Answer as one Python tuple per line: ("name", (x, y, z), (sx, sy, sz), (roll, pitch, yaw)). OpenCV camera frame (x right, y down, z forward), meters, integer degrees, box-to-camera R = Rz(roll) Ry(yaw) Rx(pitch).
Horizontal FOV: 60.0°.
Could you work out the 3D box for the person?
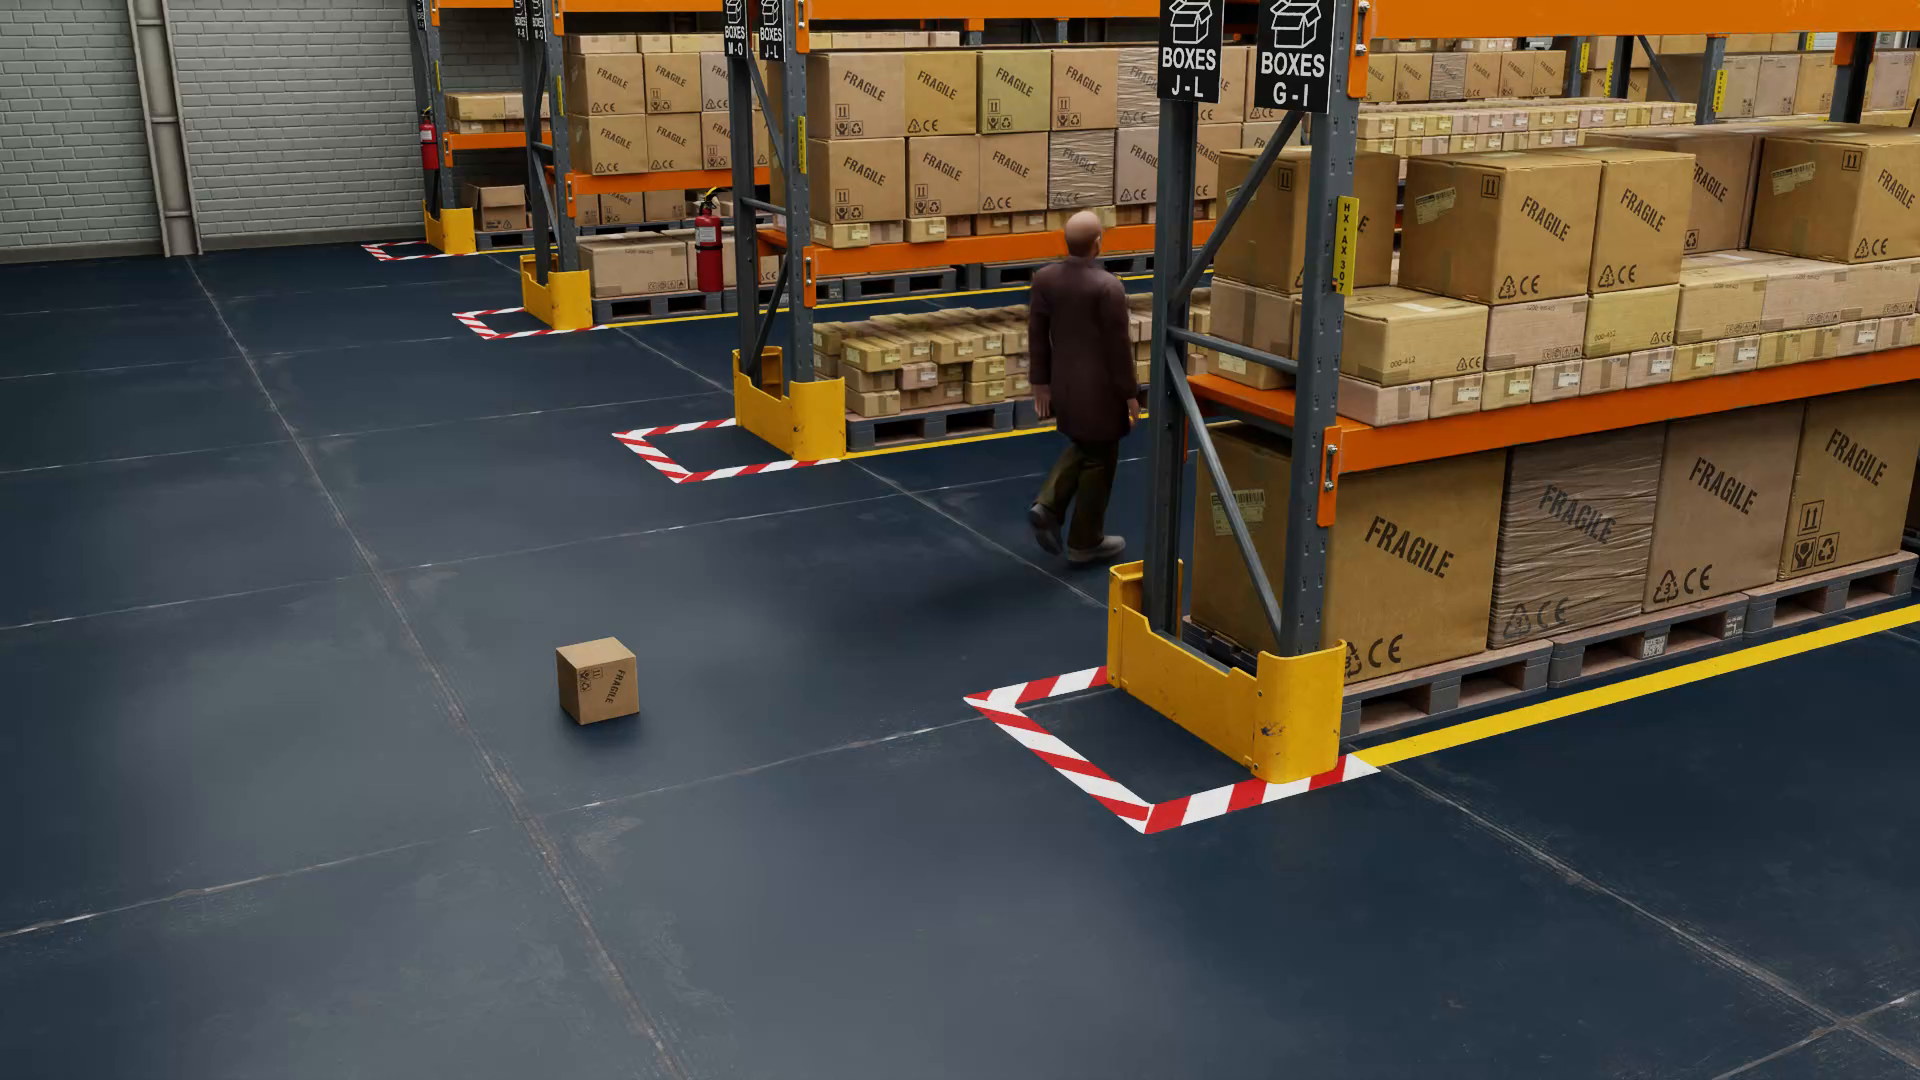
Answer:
("person", (0.628, -0.747, 8.295), (0.534, 1.780, 0.593), (-17, 25, -42))
